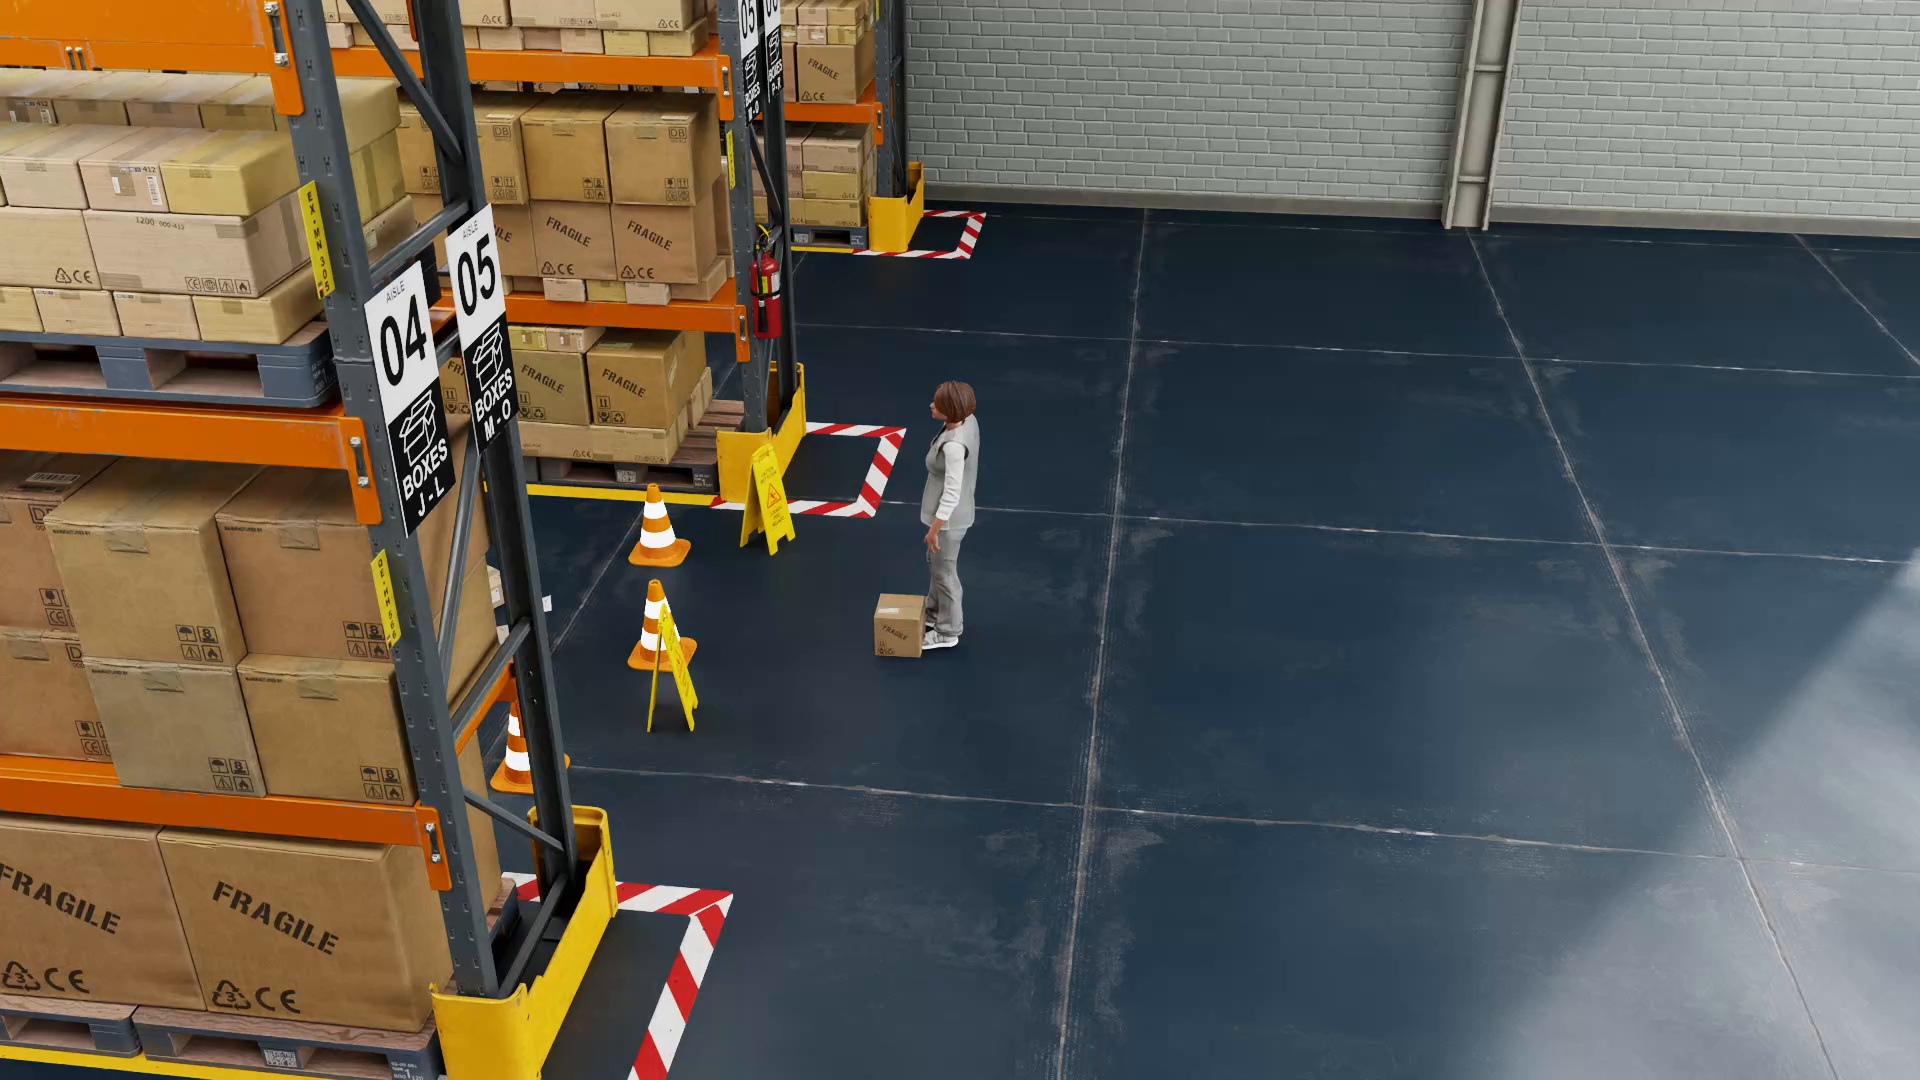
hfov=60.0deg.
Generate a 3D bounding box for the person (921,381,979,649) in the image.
[{"bbox_3d":[-0.141,-0.126,8.858,0.474,1.584,0.519,3,29,6],"label":"person"}]
